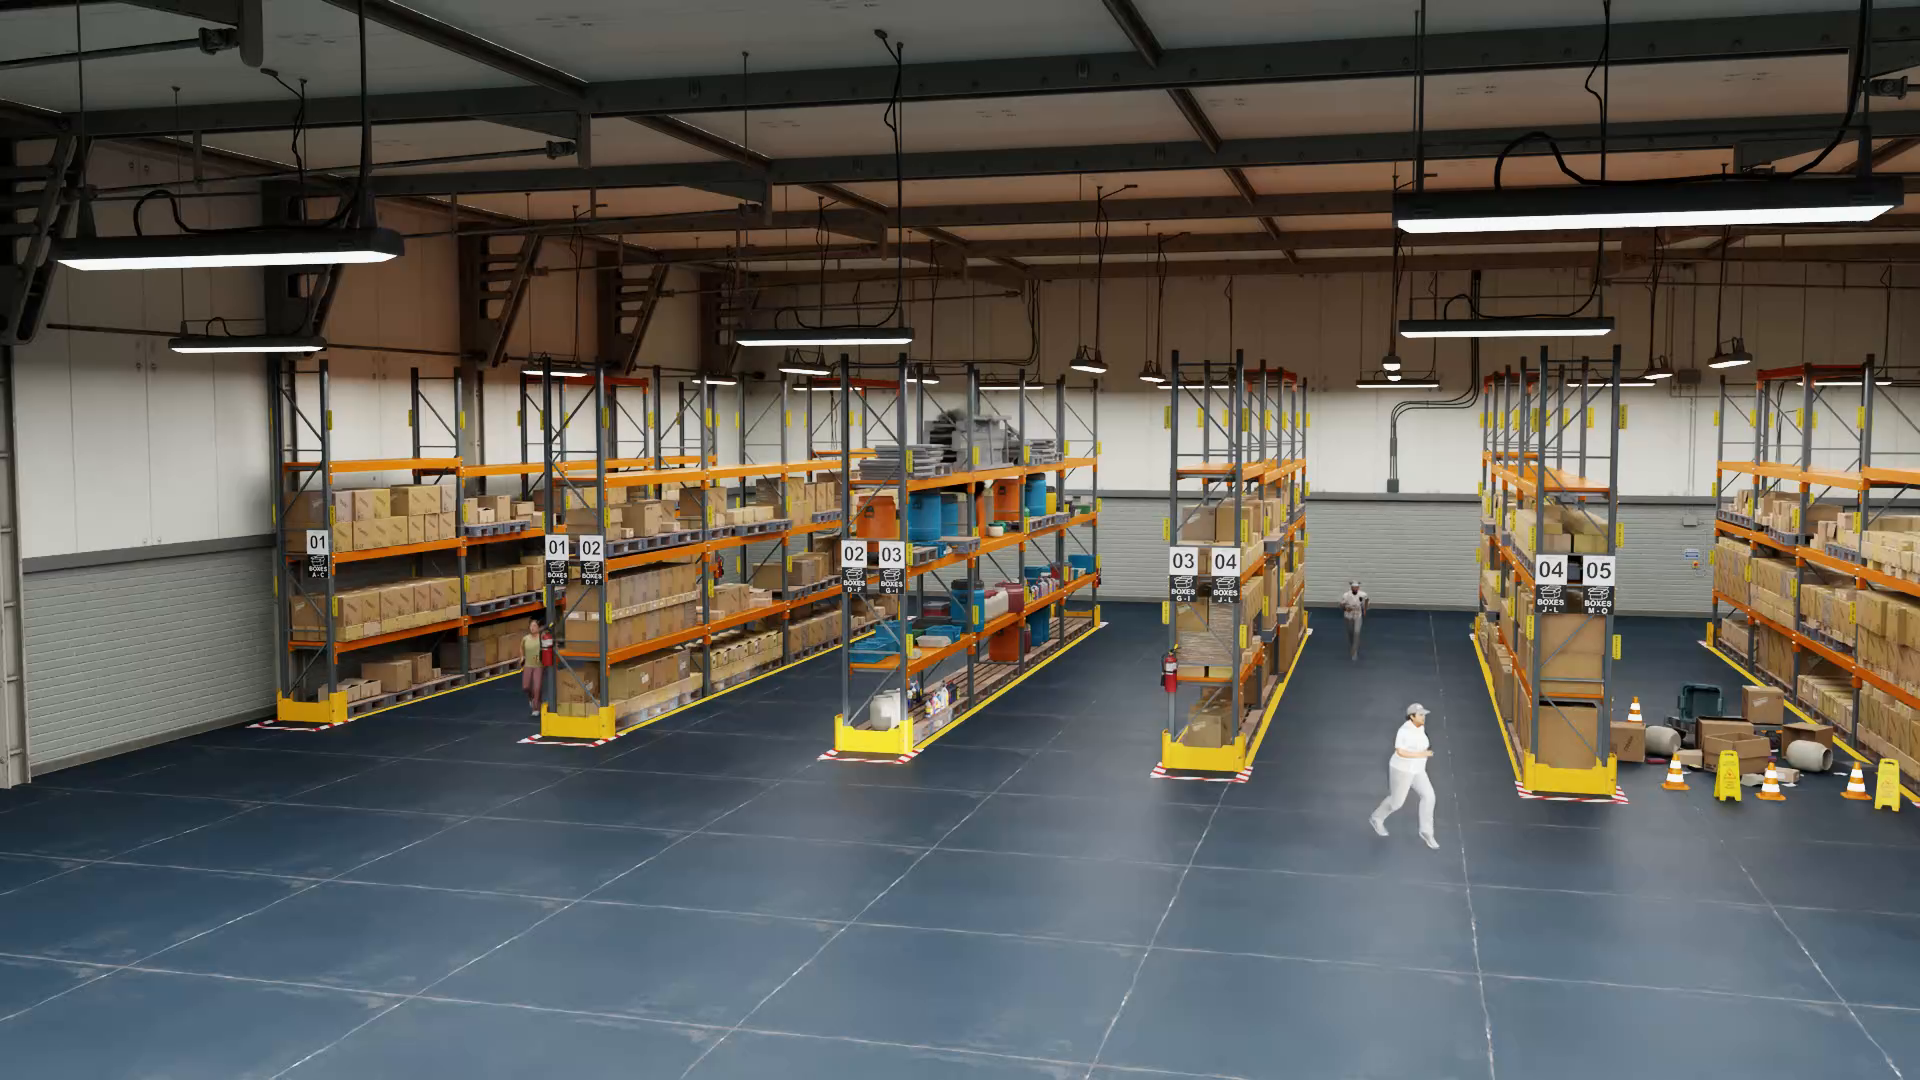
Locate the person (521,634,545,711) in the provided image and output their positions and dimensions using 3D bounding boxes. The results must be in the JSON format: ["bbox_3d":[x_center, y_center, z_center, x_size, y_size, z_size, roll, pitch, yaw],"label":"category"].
[{"bbox_3d":[-7.210,2.261,28.175,0.535,1.325,0.478,0,4,0],"label":"person"}]

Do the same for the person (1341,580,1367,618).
[{"bbox_3d":[8.250,1.233,34.842,0.541,0.810,0.443,1,4,17],"label":"person"}]

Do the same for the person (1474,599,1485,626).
[{"bbox_3d":[12.480,1.269,39.289,0.757,1.682,0.741,4,6,43],"label":"person"}]

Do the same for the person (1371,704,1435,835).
[{"bbox_3d":[5.251,2.679,19.702,0.791,1.530,0.588,4,6,44],"label":"person"}]
